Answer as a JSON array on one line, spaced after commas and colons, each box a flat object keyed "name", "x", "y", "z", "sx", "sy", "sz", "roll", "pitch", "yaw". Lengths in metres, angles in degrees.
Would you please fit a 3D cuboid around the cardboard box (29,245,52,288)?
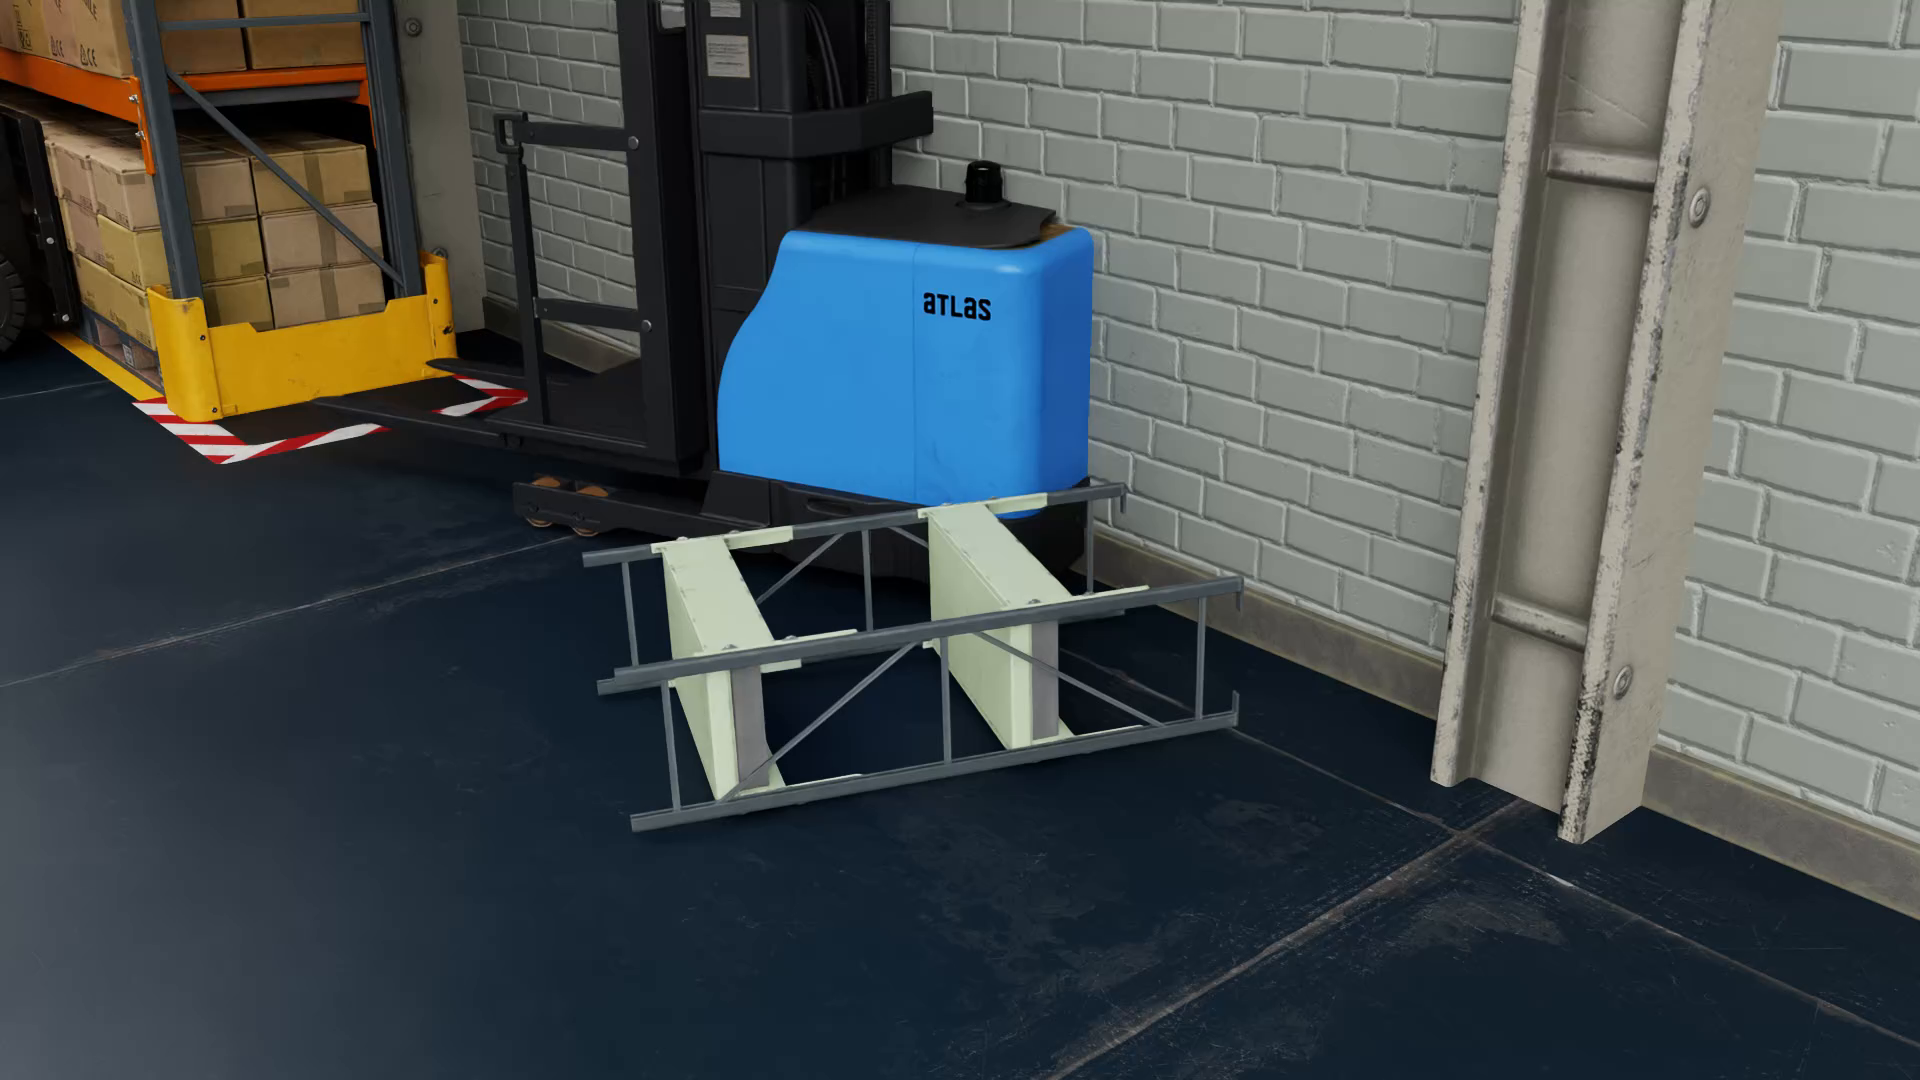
[{"name": "cardboard box", "x": -4.308, "y": -1.441, "z": 8.245, "sx": 0.500, "sy": 0.250, "sz": 0.500, "roll": -16, "pitch": 27, "yaw": -36}]

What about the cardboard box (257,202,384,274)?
[{"name": "cardboard box", "x": -2.918, "y": -1.381, "z": 7.405, "sx": 0.500, "sy": 0.250, "sz": 0.500, "roll": -17, "pitch": 27, "yaw": -36}]

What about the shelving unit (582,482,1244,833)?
[{"name": "shelving unit", "x": -0.139, "y": 0.248, "z": 4.211, "sx": 1.500, "sy": 0.431, "sz": 0.755, "roll": -8, "pitch": 22, "yaw": -16}]

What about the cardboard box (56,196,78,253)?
[{"name": "cardboard box", "x": -3.995, "y": -1.540, "z": 7.812, "sx": 0.500, "sy": 0.250, "sz": 0.500, "roll": -18, "pitch": 28, "yaw": -39}]

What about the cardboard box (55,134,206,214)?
[{"name": "cardboard box", "x": -3.643, "y": -1.627, "z": 7.348, "sx": 0.500, "sy": 0.250, "sz": 0.500, "roll": -17, "pitch": 27, "yaw": -36}]

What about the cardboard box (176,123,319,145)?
[{"name": "cardboard box", "x": -3.268, "y": -1.749, "z": 7.660, "sx": 0.500, "sy": 0.250, "sz": 0.500, "roll": -17, "pitch": 27, "yaw": -37}]

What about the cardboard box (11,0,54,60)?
[{"name": "cardboard box", "x": -3.955, "y": -2.460, "z": 7.515, "sx": 0.500, "sy": 0.500, "sz": 0.500, "roll": -18, "pitch": 28, "yaw": -38}]

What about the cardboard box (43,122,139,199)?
[{"name": "cardboard box", "x": -3.980, "y": -1.764, "z": 7.698, "sx": 0.500, "sy": 0.250, "sz": 0.500, "roll": -17, "pitch": 27, "yaw": -37}]

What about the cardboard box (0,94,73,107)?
[{"name": "cardboard box", "x": -4.975, "y": -2.187, "z": 8.779, "sx": 0.500, "sy": 0.250, "sz": 0.500, "roll": -17, "pitch": 27, "yaw": -37}]

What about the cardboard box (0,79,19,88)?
[{"name": "cardboard box", "x": -6.229, "y": -2.606, "z": 10.705, "sx": 0.875, "sy": 0.625, "sz": 0.625, "roll": -18, "pitch": 28, "yaw": -38}]

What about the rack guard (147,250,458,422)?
[{"name": "rack guard", "x": -2.753, "y": -0.883, "z": 7.052, "sx": 1.175, "sy": 0.500, "sz": 0.348, "roll": -17, "pitch": 27, "yaw": -37}]

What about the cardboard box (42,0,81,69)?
[{"name": "cardboard box", "x": -3.620, "y": -2.319, "z": 7.154, "sx": 0.500, "sy": 0.500, "sz": 0.500, "roll": -16, "pitch": 27, "yaw": -36}]

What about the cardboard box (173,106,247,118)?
[{"name": "cardboard box", "x": -3.915, "y": -2.033, "z": 8.385, "sx": 0.500, "sy": 0.250, "sz": 0.500, "roll": -18, "pitch": 28, "yaw": -38}]

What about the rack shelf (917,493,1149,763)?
[{"name": "rack shelf", "x": 0.172, "y": 0.206, "z": 4.299, "sx": 0.370, "sy": 0.431, "sz": 0.720, "roll": -8, "pitch": 22, "yaw": -16}]

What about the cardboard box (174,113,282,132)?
[{"name": "cardboard box", "x": -3.586, "y": -1.890, "z": 8.019, "sx": 0.500, "sy": 0.250, "sz": 0.500, "roll": -18, "pitch": 27, "yaw": -38}]

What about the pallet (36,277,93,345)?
[{"name": "pallet", "x": -4.092, "y": -1.293, "z": 8.496, "sx": 1.003, "sy": 0.211, "sz": 1.213, "roll": -17, "pitch": 27, "yaw": -37}]

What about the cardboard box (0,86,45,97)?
[{"name": "cardboard box", "x": -5.302, "y": -2.331, "z": 9.145, "sx": 0.500, "sy": 0.250, "sz": 0.500, "roll": -18, "pitch": 28, "yaw": -38}]

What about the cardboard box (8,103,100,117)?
[{"name": "cardboard box", "x": -4.642, "y": -2.052, "z": 8.435, "sx": 0.500, "sy": 0.250, "sz": 0.500, "roll": -16, "pitch": 27, "yaw": -36}]

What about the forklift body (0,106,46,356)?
[{"name": "forklift body", "x": -5.388, "y": -1.748, "z": 6.997, "sx": 2.313, "sy": 2.155, "sz": 1.214, "roll": -17, "pitch": 27, "yaw": -37}]

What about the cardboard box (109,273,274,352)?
[{"name": "cardboard box", "x": -3.315, "y": -1.023, "z": 7.178, "sx": 0.500, "sy": 0.250, "sz": 0.500, "roll": -17, "pitch": 27, "yaw": -37}]

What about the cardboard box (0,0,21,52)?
[{"name": "cardboard box", "x": -4.292, "y": -2.597, "z": 7.863, "sx": 0.500, "sy": 0.500, "sz": 0.500, "roll": -17, "pitch": 27, "yaw": -37}]

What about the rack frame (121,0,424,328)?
[{"name": "rack frame", "x": -2.769, "y": -2.053, "z": 6.613, "sx": 1.000, "sy": 3.000, "sz": 0.127, "roll": -17, "pitch": 27, "yaw": -37}]

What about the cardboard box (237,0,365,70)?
[{"name": "cardboard box", "x": -2.882, "y": -2.303, "z": 7.113, "sx": 0.500, "sy": 0.500, "sz": 0.500, "roll": -16, "pitch": 27, "yaw": -36}]

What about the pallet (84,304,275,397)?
[{"name": "pallet", "x": -3.300, "y": -0.956, "z": 7.636, "sx": 1.003, "sy": 0.211, "sz": 1.213, "roll": -17, "pitch": 27, "yaw": -37}]

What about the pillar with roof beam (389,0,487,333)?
[{"name": "pillar with roof beam", "x": -5.802, "y": -4.229, "z": 3.942, "sx": 9.100, "sy": 9.000, "sz": 0.400, "roll": -17, "pitch": 27, "yaw": -37}]

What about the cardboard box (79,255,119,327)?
[{"name": "cardboard box", "x": -3.632, "y": -1.163, "z": 7.534, "sx": 0.500, "sy": 0.250, "sz": 0.500, "roll": -17, "pitch": 27, "yaw": -37}]

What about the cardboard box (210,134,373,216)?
[{"name": "cardboard box", "x": -2.939, "y": -1.612, "z": 7.310, "sx": 0.500, "sy": 0.250, "sz": 0.500, "roll": -18, "pitch": 28, "yaw": -38}]

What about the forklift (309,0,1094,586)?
[{"name": "forklift", "x": -0.926, "y": -1.534, "z": 5.382, "sx": 3.031, "sy": 2.935, "sz": 1.130, "roll": 10, "pitch": 24, "yaw": 25}]

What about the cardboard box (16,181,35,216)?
[{"name": "cardboard box", "x": -4.319, "y": -1.679, "z": 8.167, "sx": 0.500, "sy": 0.250, "sz": 0.500, "roll": -18, "pitch": 27, "yaw": -38}]

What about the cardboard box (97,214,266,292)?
[{"name": "cardboard box", "x": -3.323, "y": -1.261, "z": 7.100, "sx": 0.500, "sy": 0.250, "sz": 0.500, "roll": -18, "pitch": 28, "yaw": -38}]

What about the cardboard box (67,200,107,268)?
[{"name": "cardboard box", "x": -3.642, "y": -1.402, "z": 7.461, "sx": 0.500, "sy": 0.250, "sz": 0.500, "roll": -18, "pitch": 28, "yaw": -38}]

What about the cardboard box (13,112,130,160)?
[{"name": "cardboard box", "x": -4.305, "y": -1.906, "z": 8.060, "sx": 0.500, "sy": 0.250, "sz": 0.500, "roll": -18, "pitch": 28, "yaw": -38}]

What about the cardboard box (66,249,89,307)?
[{"name": "cardboard box", "x": -3.952, "y": -1.303, "z": 7.892, "sx": 0.500, "sy": 0.250, "sz": 0.500, "roll": -17, "pitch": 27, "yaw": -37}]

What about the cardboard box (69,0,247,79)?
[{"name": "cardboard box", "x": -3.289, "y": -2.173, "z": 6.783, "sx": 0.500, "sy": 0.500, "sz": 0.500, "roll": -18, "pitch": 28, "yaw": -39}]

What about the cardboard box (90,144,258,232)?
[{"name": "cardboard box", "x": -3.305, "y": -1.487, "z": 6.991, "sx": 0.500, "sy": 0.250, "sz": 0.500, "roll": -16, "pitch": 27, "yaw": -36}]

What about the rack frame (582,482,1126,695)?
[{"name": "rack frame", "x": -0.248, "y": 0.124, "z": 4.538, "sx": 1.500, "sy": 0.400, "sz": 0.023, "roll": -8, "pitch": 22, "yaw": -16}]

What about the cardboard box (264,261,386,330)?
[{"name": "cardboard box", "x": -2.941, "y": -1.151, "z": 7.503, "sx": 0.500, "sy": 0.250, "sz": 0.500, "roll": -17, "pitch": 27, "yaw": -37}]

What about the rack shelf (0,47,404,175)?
[{"name": "rack shelf", "x": -4.074, "y": -2.271, "z": 8.155, "sx": 1.077, "sy": 0.370, "sz": 4.000, "roll": -17, "pitch": 27, "yaw": -37}]

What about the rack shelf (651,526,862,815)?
[{"name": "rack shelf", "x": -0.511, "y": 0.299, "z": 4.106, "sx": 0.370, "sy": 0.431, "sz": 0.720, "roll": -8, "pitch": 22, "yaw": -16}]

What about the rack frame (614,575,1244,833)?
[{"name": "rack frame", "x": -0.029, "y": 0.372, "z": 3.884, "sx": 1.500, "sy": 0.400, "sz": 0.023, "roll": -8, "pitch": 22, "yaw": -16}]
